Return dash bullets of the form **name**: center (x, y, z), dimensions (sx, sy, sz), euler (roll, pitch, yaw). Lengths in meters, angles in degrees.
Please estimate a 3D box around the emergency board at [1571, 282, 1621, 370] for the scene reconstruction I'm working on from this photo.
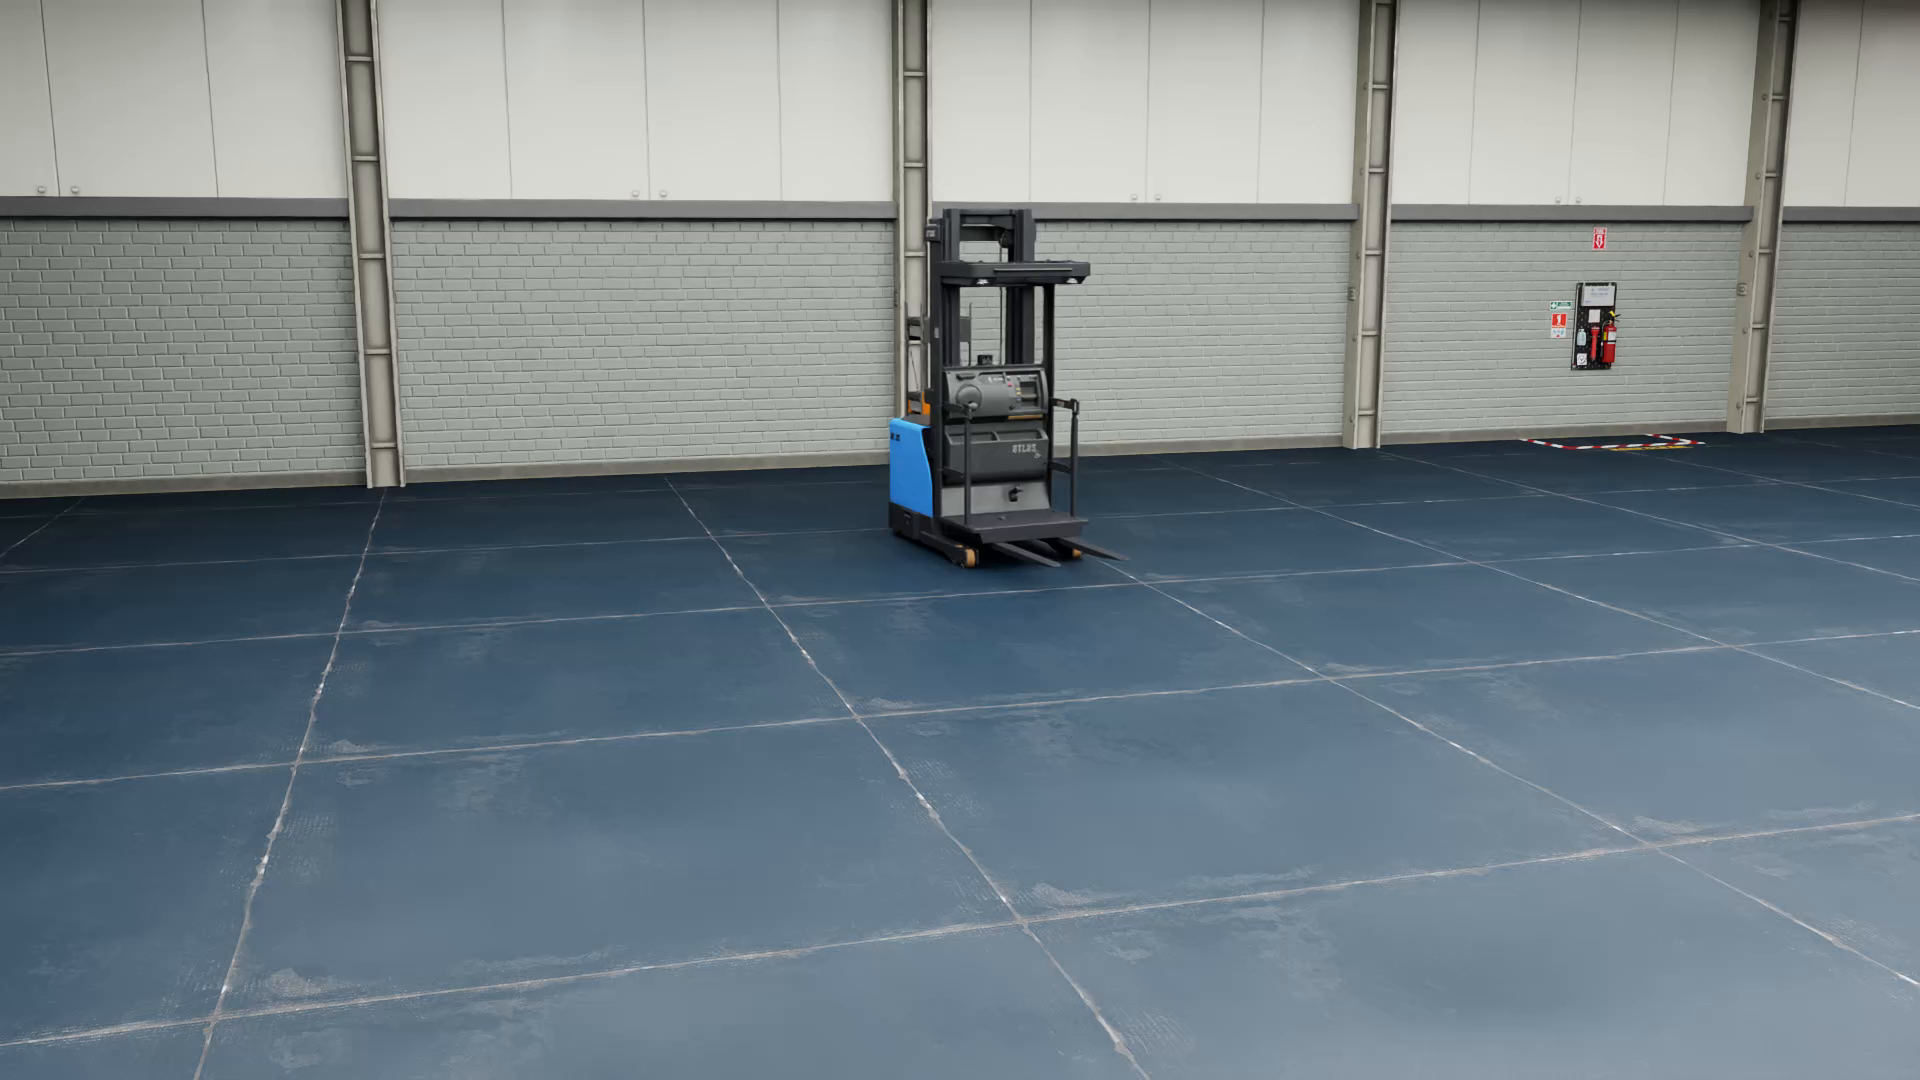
- **emergency board**: center (8.586, -2.869, 22.346), dimensions (0.643, 1.169, 0.194), euler (-3, 11, -16)

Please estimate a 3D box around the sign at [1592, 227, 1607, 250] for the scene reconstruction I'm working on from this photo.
- **sign**: center (8.550, -4.026, 22.228), dimensions (0.199, 0.298, 0.001), euler (-3, 11, -16)

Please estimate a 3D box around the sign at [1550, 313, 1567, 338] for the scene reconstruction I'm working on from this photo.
- **sign**: center (8.026, -2.876, 22.288), dimensions (0.234, 0.329, 0.001), euler (-3, 11, -16)

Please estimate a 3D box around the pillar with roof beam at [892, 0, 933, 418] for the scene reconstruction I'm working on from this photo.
- **pillar with roof beam**: center (0.651, -4.582, 15.082), dimensions (0.400, 9.000, 9.100), euler (-3, 11, -16)

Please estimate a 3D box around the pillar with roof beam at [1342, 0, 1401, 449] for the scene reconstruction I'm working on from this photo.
- **pillar with roof beam**: center (6.411, -4.886, 16.732), dimensions (0.400, 9.000, 9.100), euler (-3, 11, -16)

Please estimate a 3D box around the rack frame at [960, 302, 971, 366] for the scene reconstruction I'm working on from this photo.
- **rack frame**: center (0.018, -1.204, 15.786), dimensions (0.015, 2.100, 0.400), euler (-5, 11, -24)

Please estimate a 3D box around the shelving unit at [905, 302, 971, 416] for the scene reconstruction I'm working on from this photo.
- **shelving unit**: center (-0.205, -1.186, 15.688), dimensions (0.503, 2.100, 0.431), euler (-5, 11, -24)

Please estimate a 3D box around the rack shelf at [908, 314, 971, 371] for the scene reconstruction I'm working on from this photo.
- **rack shelf**: center (-0.205, -1.861, 15.564), dimensions (0.480, 0.518, 0.431), euler (-5, 11, -24)

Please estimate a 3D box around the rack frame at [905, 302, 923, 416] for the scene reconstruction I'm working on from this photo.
- **rack frame**: center (-0.427, -1.168, 15.590), dimensions (0.015, 2.100, 0.400), euler (-5, 11, -24)

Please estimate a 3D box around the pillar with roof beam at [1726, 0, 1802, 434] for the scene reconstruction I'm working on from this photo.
- **pillar with roof beam**: center (12.172, -5.189, 18.381), dimensions (0.400, 9.000, 9.100), euler (-3, 11, -16)

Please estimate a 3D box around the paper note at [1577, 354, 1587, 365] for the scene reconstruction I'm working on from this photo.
- **paper note**: center (8.396, -2.439, 22.442), dimensions (0.142, 0.148, 0.016), euler (-3, 11, -16)

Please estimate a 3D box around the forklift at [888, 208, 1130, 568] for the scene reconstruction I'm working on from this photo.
- **forklift**: center (0.404, -1.295, 13.984), dimensions (1.130, 2.935, 3.031), euler (-5, 11, -24)

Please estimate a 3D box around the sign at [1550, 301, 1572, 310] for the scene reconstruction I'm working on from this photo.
- **sign**: center (8.033, -3.136, 22.233), dimensions (0.331, 0.109, 0.001), euler (-3, 11, -16)

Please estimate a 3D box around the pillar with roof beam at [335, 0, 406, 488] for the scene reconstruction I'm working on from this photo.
- **pillar with roof beam**: center (-5.110, -4.279, 13.433), dimensions (0.400, 9.000, 9.100), euler (-3, 11, -16)

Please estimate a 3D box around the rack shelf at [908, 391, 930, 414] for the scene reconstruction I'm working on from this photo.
- **rack shelf**: center (-0.205, -1.172, 15.691), dimensions (0.480, 0.518, 0.431), euler (-5, 11, -24)
